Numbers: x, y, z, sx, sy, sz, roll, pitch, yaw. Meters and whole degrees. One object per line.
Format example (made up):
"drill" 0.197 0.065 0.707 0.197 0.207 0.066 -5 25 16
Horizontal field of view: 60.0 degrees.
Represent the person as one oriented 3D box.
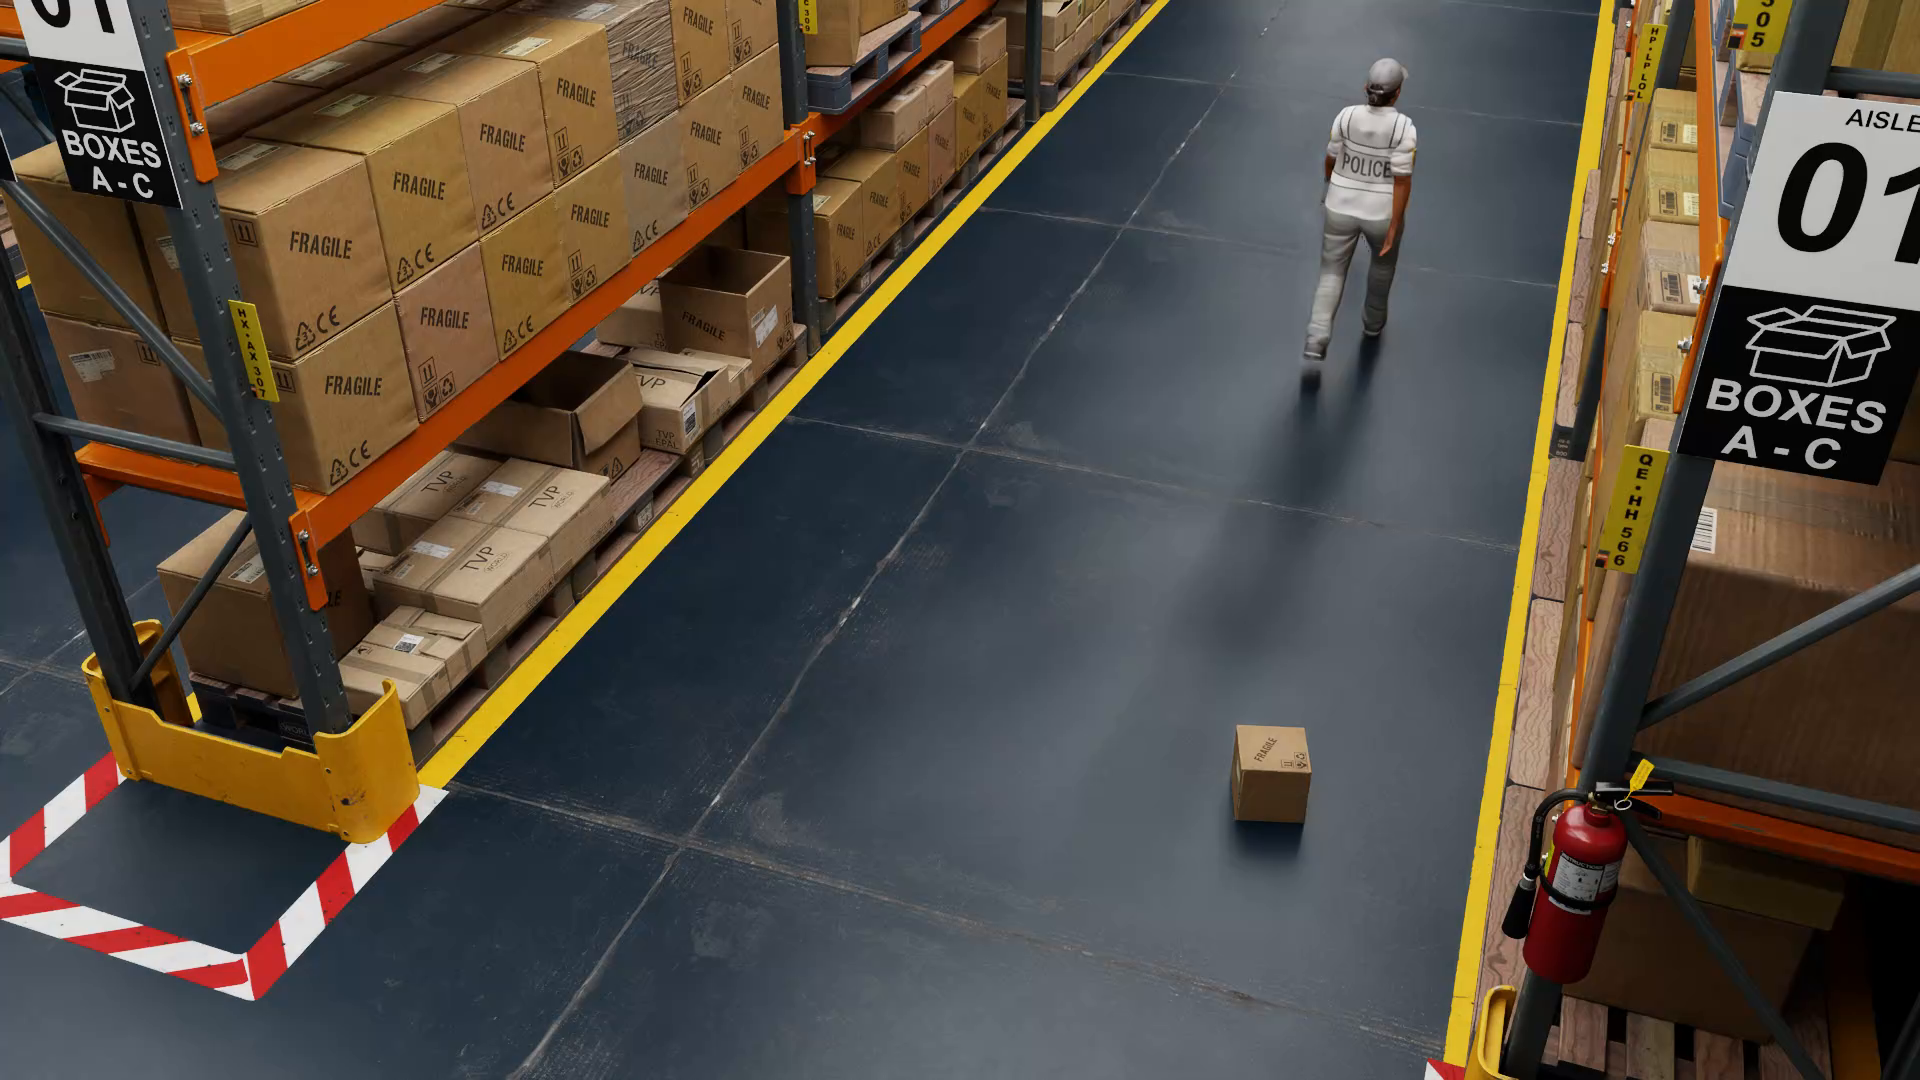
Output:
"person" 2.125 -1.739 8.768 0.472 1.616 0.983 12 35 17
